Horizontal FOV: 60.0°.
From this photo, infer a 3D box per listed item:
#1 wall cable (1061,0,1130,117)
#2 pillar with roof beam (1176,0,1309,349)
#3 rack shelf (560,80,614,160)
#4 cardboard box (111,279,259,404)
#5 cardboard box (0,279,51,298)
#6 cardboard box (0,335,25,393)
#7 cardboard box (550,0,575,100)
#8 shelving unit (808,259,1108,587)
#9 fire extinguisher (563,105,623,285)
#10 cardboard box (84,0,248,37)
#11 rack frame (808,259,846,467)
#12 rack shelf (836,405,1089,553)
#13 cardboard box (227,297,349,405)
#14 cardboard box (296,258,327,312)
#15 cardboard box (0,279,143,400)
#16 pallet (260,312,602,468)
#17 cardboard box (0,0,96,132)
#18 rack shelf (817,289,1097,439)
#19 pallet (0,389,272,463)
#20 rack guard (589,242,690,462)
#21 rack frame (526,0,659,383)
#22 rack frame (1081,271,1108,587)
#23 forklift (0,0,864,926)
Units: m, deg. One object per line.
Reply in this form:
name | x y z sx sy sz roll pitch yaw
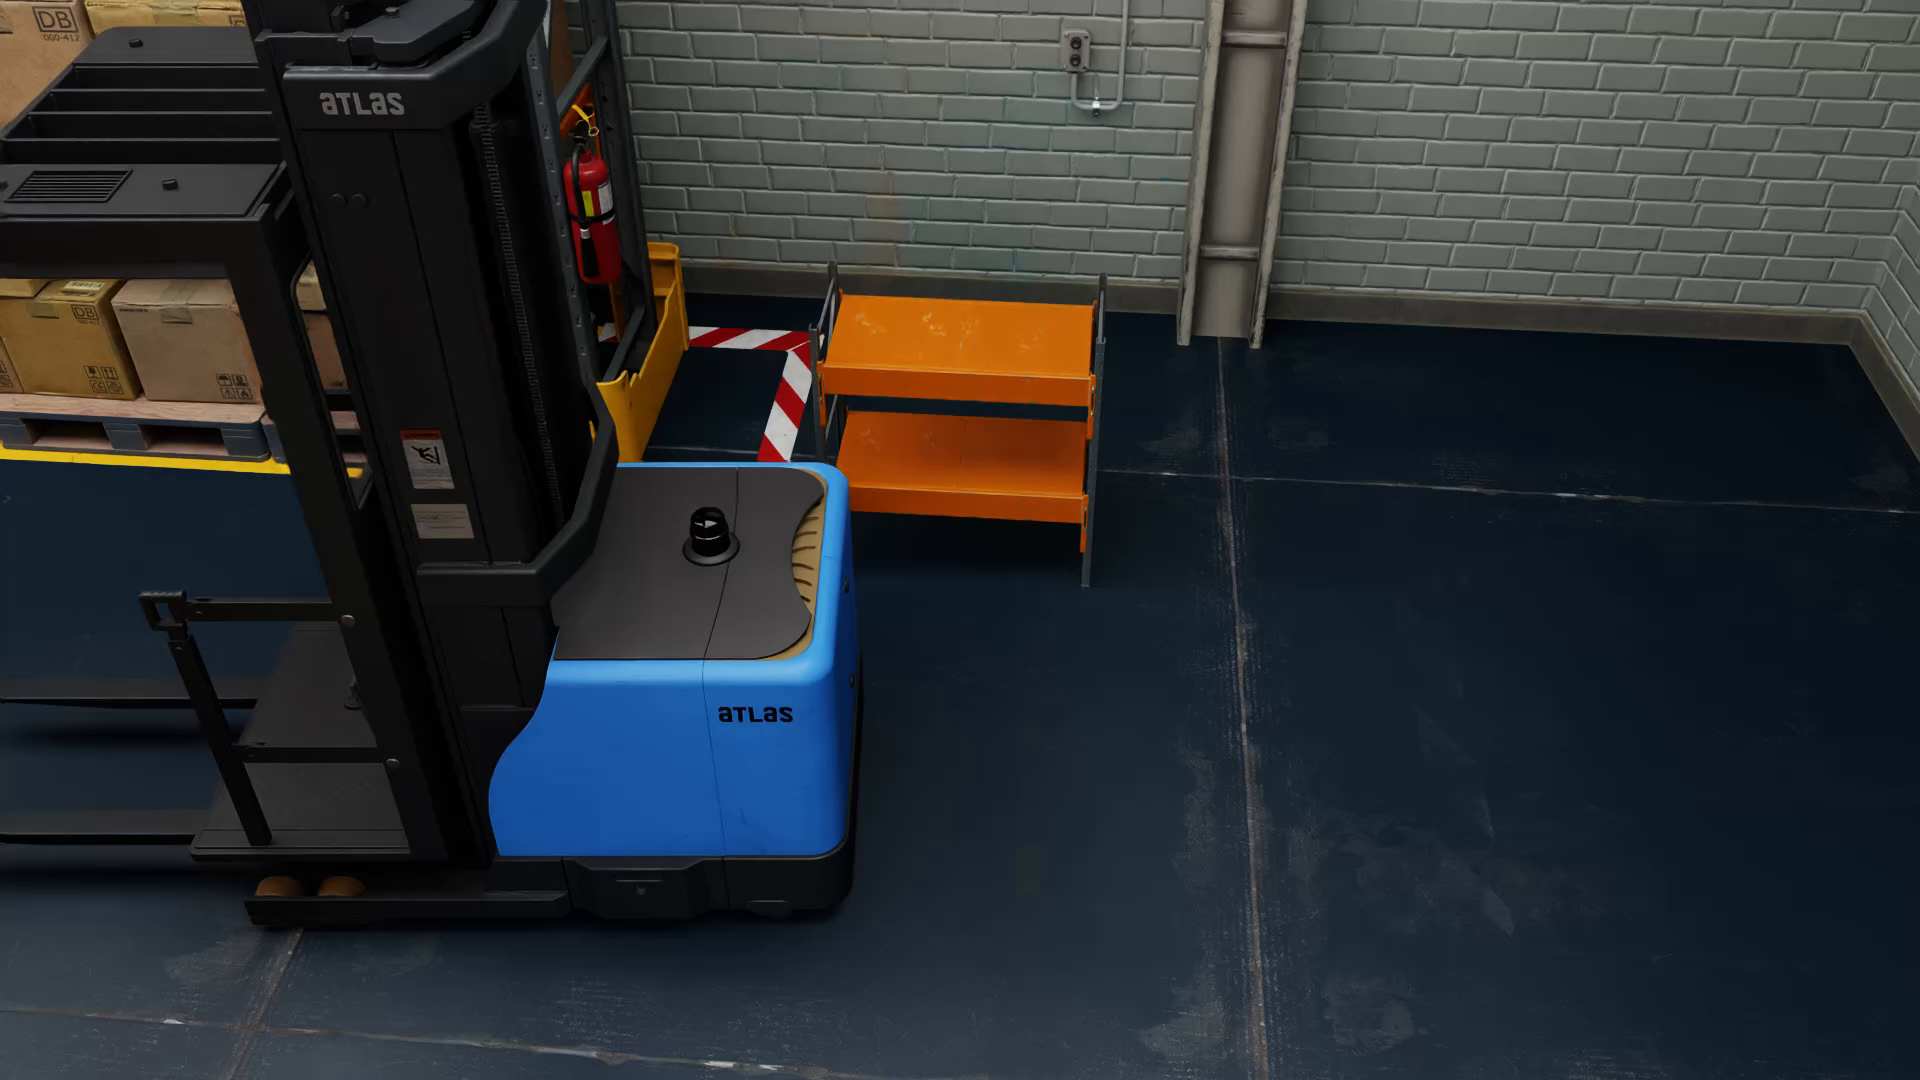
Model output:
wall cable | -0.165 -2.699 6.885 1.851 1.984 0.084 3 39 4
pillar with roof beam | 0.871 -1.796 1.828 0.400 9.000 9.100 3 39 4
rack shelf | -3.515 -1.609 6.921 4.000 0.370 1.077 3 39 4
cardboard box | -3.228 -1.002 7.253 0.500 0.500 0.700 2 39 2
cardboard box | -3.925 -1.175 6.951 0.250 0.149 0.380 2 39 3
cardboard box | -4.271 -1.056 7.319 0.500 0.500 0.700 3 39 3
cardboard box | -2.031 -1.917 6.492 0.700 0.700 0.980 5 39 6
shelving unit | 0.007 -0.436 6.394 1.048 1.125 0.538 3 39 4
fire extinguisher | -1.412 -1.306 6.335 0.183 0.674 0.296 3 39 4
cardboard box | -2.757 -1.950 6.532 0.700 0.700 0.980 3 39 3
rack frame | -0.500 -0.464 6.428 0.032 1.125 0.500 3 39 4
rack shelf | 0.007 -0.246 6.549 1.000 0.278 0.538 3 39 4
cardboard box | -2.727 -0.975 7.220 0.500 0.500 0.700 3 39 4
cardboard box | -2.626 -1.106 6.866 0.250 0.149 0.380 4 39 5
cardboard box | -3.760 -1.027 7.283 0.500 0.500 0.700 4 39 5
pallet | -2.325 -0.692 7.433 1.213 0.211 1.003 3 39 4
cardboard box | -3.516 -1.997 6.590 0.700 0.700 0.980 1 39 2
rack shelf | 0.007 -0.663 6.210 1.000 0.278 0.538 3 39 4
pallet | -3.537 -0.760 7.517 1.213 0.211 1.003 3 39 4
rack guard | -1.498 -0.809 7.347 0.348 0.500 1.175 3 39 4
rack frame | -1.522 -1.779 6.560 0.127 3.000 1.000 3 39 4
rack frame | 0.513 -0.408 6.360 0.032 1.125 0.500 3 39 4
forklift | -1.859 -0.254 4.740 3.031 2.935 1.130 0 39 0
